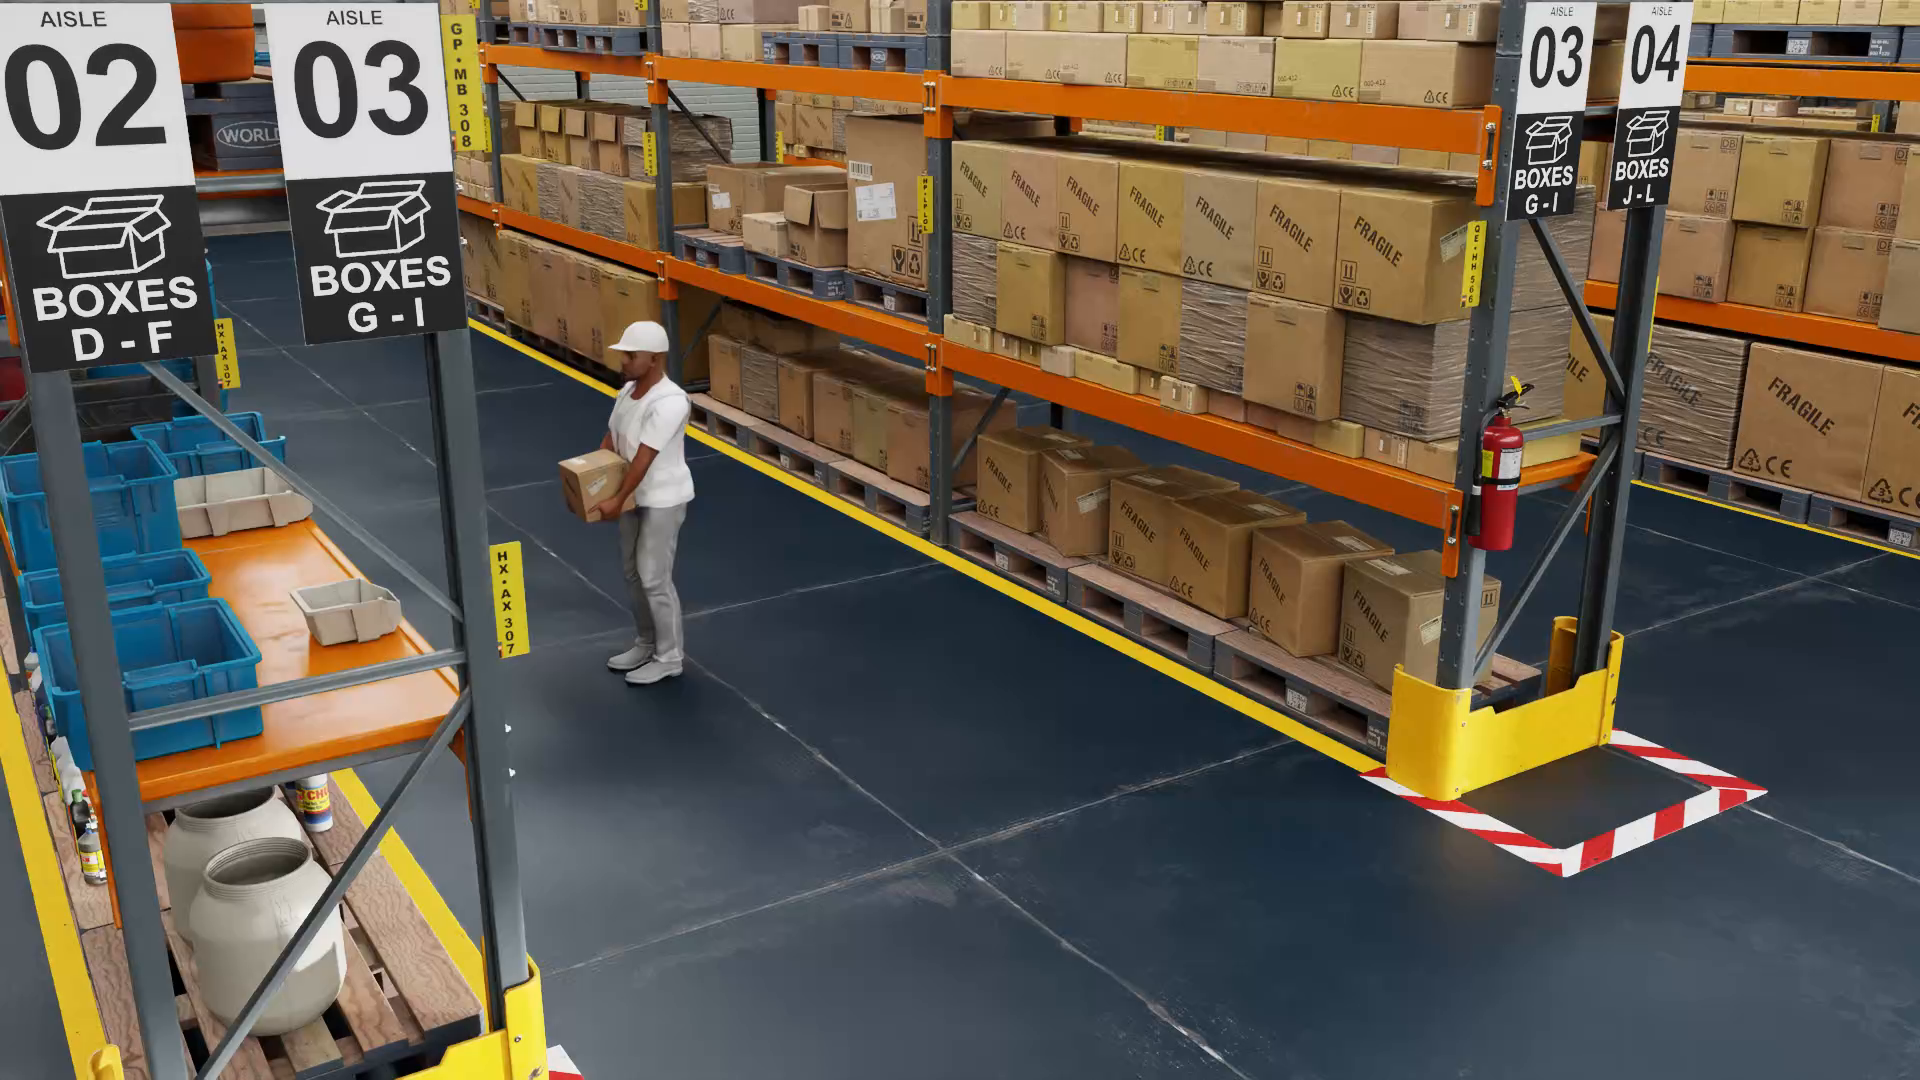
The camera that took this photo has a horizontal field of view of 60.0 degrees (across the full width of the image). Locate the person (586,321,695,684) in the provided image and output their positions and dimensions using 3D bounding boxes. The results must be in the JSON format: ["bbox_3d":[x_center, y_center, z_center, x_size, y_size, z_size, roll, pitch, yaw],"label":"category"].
[{"bbox_3d":[-1.581,-0.174,8.055,0.569,1.763,0.505,-12,21,-32],"label":"person"}]
